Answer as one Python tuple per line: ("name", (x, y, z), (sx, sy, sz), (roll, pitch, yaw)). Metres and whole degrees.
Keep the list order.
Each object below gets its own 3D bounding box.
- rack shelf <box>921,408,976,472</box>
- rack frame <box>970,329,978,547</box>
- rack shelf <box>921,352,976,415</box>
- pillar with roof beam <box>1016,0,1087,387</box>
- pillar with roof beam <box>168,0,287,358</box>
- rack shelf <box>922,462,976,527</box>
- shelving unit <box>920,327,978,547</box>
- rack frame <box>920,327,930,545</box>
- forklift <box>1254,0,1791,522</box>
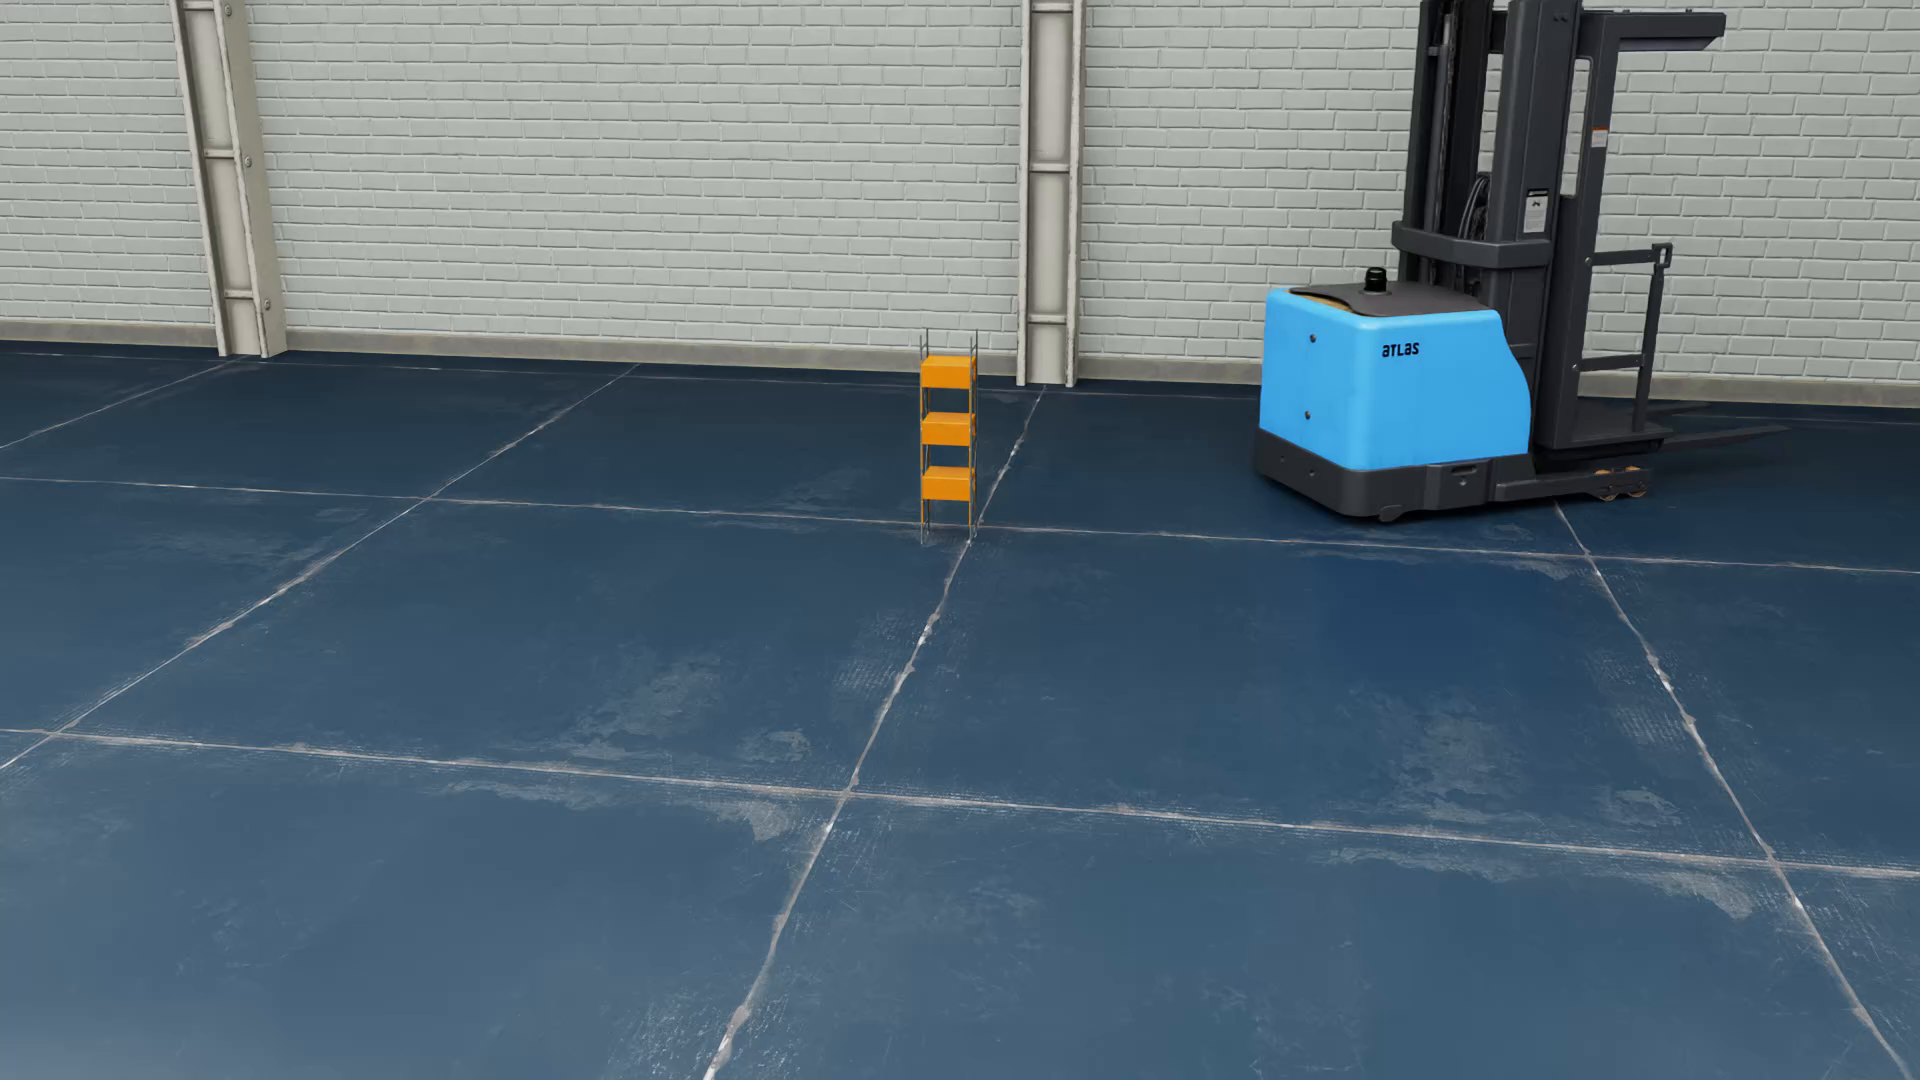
("rack shelf", (-0.053, -0.491, 8.148), (0.240, 0.259, 0.215), (3, 19, 9))
("rack frame", (0.068, -0.494, 8.126), (0.008, 1.050, 0.200), (3, 19, 9))
("rack shelf", (-0.053, -0.760, 8.058), (0.240, 0.259, 0.215), (3, 19, 9))
("pillar with roof beam", (-0.071, -4.029, 6.164), (0.400, 9.000, 9.100), (3, 19, 9))
("pillar with roof beam", (-5.996, -4.331, 7.066), (0.400, 9.000, 9.100), (3, 19, 9))
("rack shelf", (-0.053, -0.227, 8.236), (0.240, 0.259, 0.215), (3, 19, 9))
("shelving unit", (-0.053, -0.501, 8.145), (0.252, 1.050, 0.215), (3, 19, 9))
("rack frame", (-0.173, -0.507, 8.163), (0.008, 1.050, 0.200), (3, 19, 9))
("forklift", (3.212, -1.749, 8.911), (3.031, 2.935, 1.130), (-7, 20, -19))
